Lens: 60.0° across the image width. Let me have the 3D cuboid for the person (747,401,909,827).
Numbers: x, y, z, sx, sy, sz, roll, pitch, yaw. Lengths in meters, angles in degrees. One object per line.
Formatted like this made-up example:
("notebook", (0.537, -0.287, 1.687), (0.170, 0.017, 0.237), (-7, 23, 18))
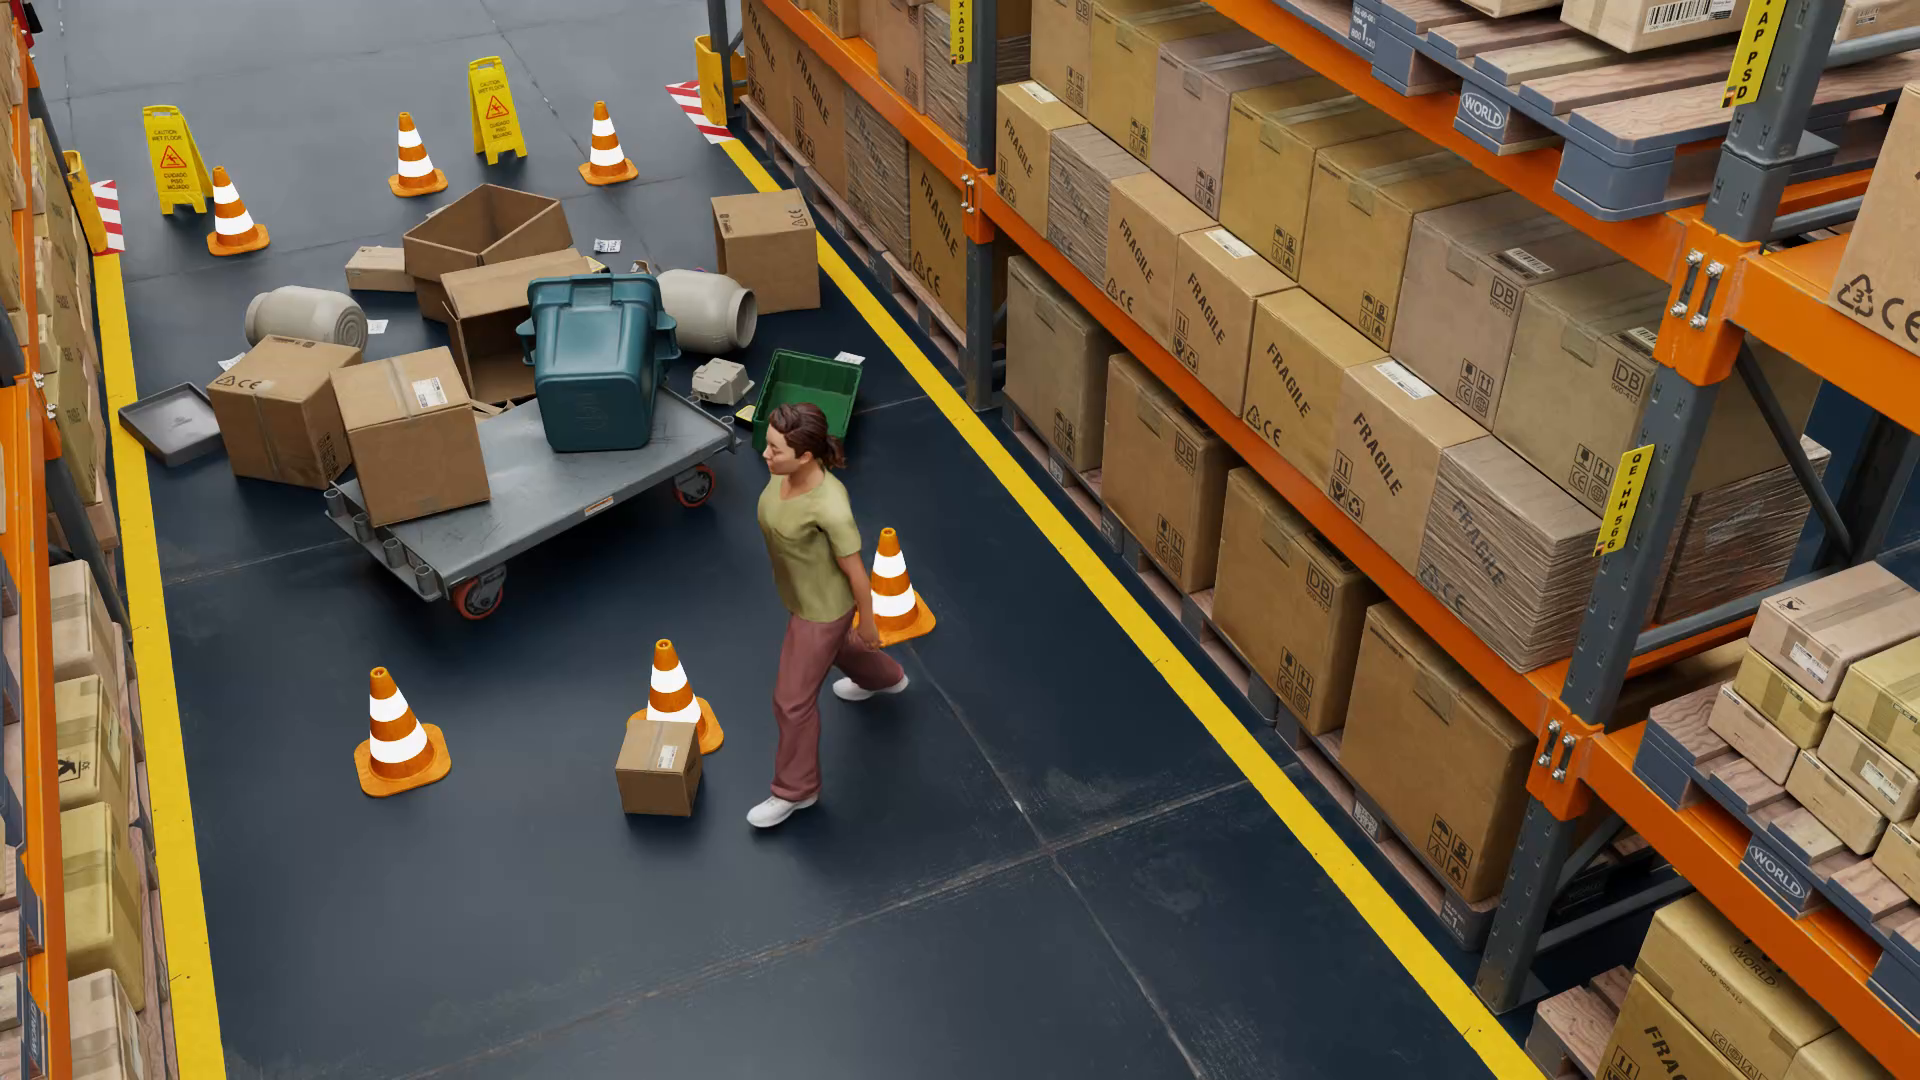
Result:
("person", (-0.519, 0.174, 5.940), (0.850, 1.637, 0.573), (-19, 41, -23))
